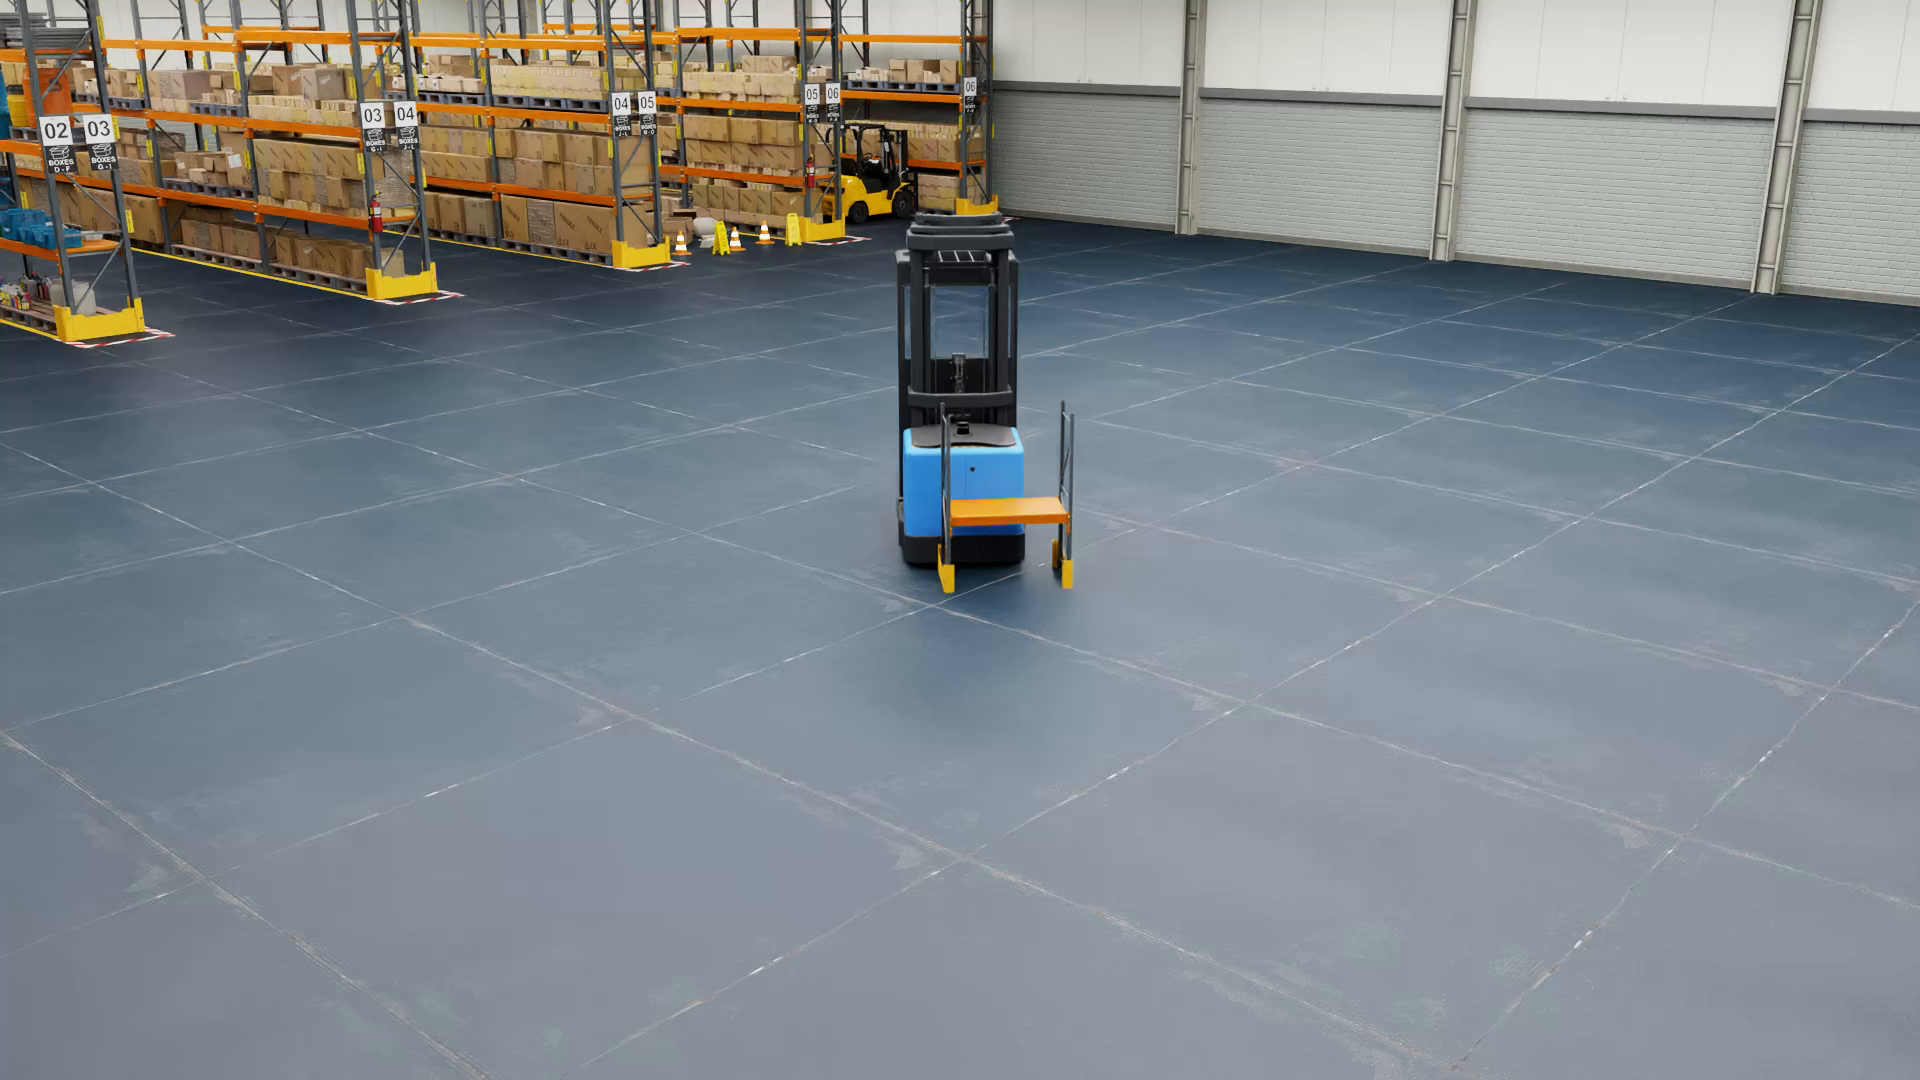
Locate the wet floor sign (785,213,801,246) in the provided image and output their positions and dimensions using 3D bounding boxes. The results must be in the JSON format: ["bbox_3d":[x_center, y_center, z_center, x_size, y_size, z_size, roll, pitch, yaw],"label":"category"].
[{"bbox_3d":[-3.477,-6.462,34.545,0.267,0.644,0.232,-9,20,-27],"label":"wet floor sign"}]

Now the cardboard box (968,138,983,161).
[{"bbox_3d":[0.197,-9.198,39.109,0.500,0.500,0.500,16,24,41],"label":"cardboard box"}]

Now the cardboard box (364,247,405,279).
[{"bbox_3d":[-9.943,-4.760,28.729,0.500,0.500,0.500,-13,22,-36],"label":"cardboard box"}]

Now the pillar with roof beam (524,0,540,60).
[{"bbox_3d":[-15.860,-14.832,47.108,0.400,9.000,9.100,15,23,39],"label":"pillar with roof beam"}]

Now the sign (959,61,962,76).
[{"bbox_3d":[0.012,-10.682,37.659,0.005,0.325,0.100,15,23,39],"label":"sign"}]

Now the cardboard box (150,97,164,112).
[{"bbox_3d":[-15.288,-8.435,32.159,0.500,0.250,0.500,16,23,40],"label":"cardboard box"}]

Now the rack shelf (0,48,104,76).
[{"bbox_3d":[-14.271,-7.229,25.003,4.000,0.370,1.077,15,23,39],"label":"rack shelf"}]

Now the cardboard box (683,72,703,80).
[{"bbox_3d":[-5.882,-10.221,36.634,0.250,0.149,0.380,15,23,38],"label":"cardboard box"}]

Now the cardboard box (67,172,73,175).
[{"bbox_3d":[-18.908,-7.899,35.597,0.250,0.149,0.380,15,23,40],"label":"cardboard box"}]

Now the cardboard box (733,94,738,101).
[{"bbox_3d":[-4.676,-9.549,35.837,0.250,0.149,0.380,15,23,40],"label":"cardboard box"}]

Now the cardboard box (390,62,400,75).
[{"bbox_3d":[-12.608,-10.420,36.735,0.258,0.266,0.396,15,23,39],"label":"cardboard box"}]

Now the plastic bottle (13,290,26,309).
[{"bbox_3d":[-14.610,-3.740,25.850,0.135,0.276,0.152,15,23,40],"label":"plastic bottle"}]

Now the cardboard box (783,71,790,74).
[{"bbox_3d":[-4.210,-11.656,41.616,0.250,0.149,0.380,15,23,39],"label":"cardboard box"}]

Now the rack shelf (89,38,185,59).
[{"bbox_3d":[-16.967,-9.956,33.596,4.000,0.370,1.077,15,23,39],"label":"rack shelf"}]

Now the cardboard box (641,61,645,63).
[{"bbox_3d":[-8.414,-12.901,45.046,0.250,0.149,0.380,16,23,40],"label":"cardboard box"}]

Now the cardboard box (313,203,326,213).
[{"bbox_3d":[-11.029,-5.791,28.952,0.250,0.149,0.380,15,23,39],"label":"cardboard box"}]

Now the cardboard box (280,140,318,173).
[{"bbox_3d":[-11.562,-6.743,29.229,0.500,0.500,0.500,15,23,39],"label":"cardboard box"}]

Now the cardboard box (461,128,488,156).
[{"bbox_3d":[-9.872,-8.253,34.477,0.500,0.500,0.700,15,23,38],"label":"cardboard box"}]

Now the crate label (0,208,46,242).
[{"bbox_3d":[-14.331,-4.827,25.442,0.616,0.435,0.502,15,23,39],"label":"crate label"}]

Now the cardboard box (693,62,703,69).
[{"bbox_3d":[-6.835,-12.497,43.808,0.250,0.149,0.380,14,23,38],"label":"cardboard box"}]

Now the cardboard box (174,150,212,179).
[{"bbox_3d":[-15.040,-7.377,32.677,0.500,0.500,0.500,12,21,33],"label":"cardboard box"}]

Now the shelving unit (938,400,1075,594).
[{"bbox_3d":[0.377,-0.373,13.945,1.083,1.500,0.587,-2,18,-6],"label":"shelving unit"}]

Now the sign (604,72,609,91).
[{"bbox_3d":[-6.490,-8.418,30.525,0.005,0.325,0.100,15,23,39],"label":"sign"}]

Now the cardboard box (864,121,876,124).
[{"bbox_3d":[-2.115,-10.078,40.316,0.250,0.149,0.380,14,23,38],"label":"cardboard box"}]

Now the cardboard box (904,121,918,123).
[{"bbox_3d":[-1.233,-10.030,40.166,0.250,0.149,0.380,15,23,39],"label":"cardboard box"}]

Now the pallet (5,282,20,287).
[{"bbox_3d":[-16.380,-4.125,27.898,1.213,0.211,1.003,15,23,39],"label":"pallet"}]

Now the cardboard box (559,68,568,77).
[{"bbox_3d":[-7.355,-8.857,31.478,0.250,0.149,0.380,15,23,39],"label":"cardboard box"}]

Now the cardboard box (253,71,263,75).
[{"bbox_3d":[-16.383,-10.976,39.339,0.500,0.250,0.500,16,24,41],"label":"cardboard box"}]

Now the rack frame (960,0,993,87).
[{"bbox_3d":[0.383,-11.848,37.705,0.127,3.000,1.000,15,23,39],"label":"rack frame"}]

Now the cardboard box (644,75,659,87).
[{"bbox_3d":[-6.809,-10.413,37.698,0.500,0.250,0.500,15,23,40],"label":"cardboard box"}]

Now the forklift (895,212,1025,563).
[{"bbox_3d":[-0.037,-1.592,15.422,1.130,2.935,3.031,-1,18,-3],"label":"forklift"}]

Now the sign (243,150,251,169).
[{"bbox_3d":[-12.845,-6.851,29.965,0.005,0.325,0.100,15,23,39],"label":"sign"}]

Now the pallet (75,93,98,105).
[{"bbox_3d":[-17.744,-9.197,34.629,1.217,0.209,0.805,14,22,37],"label":"pallet"}]

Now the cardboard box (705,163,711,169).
[{"bbox_3d":[-5.436,-8.327,36.943,0.250,0.149,0.380,15,23,39],"label":"cardboard box"}]

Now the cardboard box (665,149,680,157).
[{"bbox_3d":[-6.469,-8.789,37.706,0.250,0.149,0.380,15,23,40],"label":"cardboard box"}]

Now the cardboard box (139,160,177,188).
[{"bbox_3d":[-16.004,-7.319,33.189,0.500,0.500,0.500,16,24,41],"label":"cardboard box"}]

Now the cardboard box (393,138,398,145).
[{"bbox_3d":[-12.323,-8.832,36.858,0.250,0.149,0.380,15,23,39],"label":"cardboard box"}]

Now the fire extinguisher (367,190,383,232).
[{"bbox_3d":[-9.707,-5.458,27.618,0.183,0.674,0.296,15,23,39],"label":"fire extinguisher"}]

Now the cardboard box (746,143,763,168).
[{"bbox_3d":[-4.241,-8.303,35.798,0.500,0.500,0.500,15,23,39],"label":"cardboard box"}]

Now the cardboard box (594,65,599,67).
[{"bbox_3d":[-9.891,-13.145,46.509,0.500,0.250,0.500,16,23,40],"label":"cardboard box"}]

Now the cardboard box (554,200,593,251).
[{"bbox_3d":[-7.330,-6.209,32.674,0.875,0.875,0.875,15,23,38],"label":"cardboard box"}]

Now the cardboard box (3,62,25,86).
[{"bbox_3d":[-20.689,-10.328,36.850,0.500,0.500,0.700,14,22,37],"label":"cardboard box"}]

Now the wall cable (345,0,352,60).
[{"bbox_3d":[-18.816,-15.184,48.220,0.029,3.000,2.355,15,23,39],"label":"wall cable"}]

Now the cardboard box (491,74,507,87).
[{"bbox_3d":[-8.931,-9.114,32.946,0.500,0.250,0.500,15,23,40],"label":"cardboard box"}]

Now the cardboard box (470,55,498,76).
[{"bbox_3d":[-12.185,-12.165,42.638,0.500,0.500,0.500,16,23,40],"label":"cardboard box"}]

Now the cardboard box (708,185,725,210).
[{"bbox_3d":[-5.231,-7.630,36.946,0.500,0.500,0.500,16,24,41],"label":"cardboard box"}]

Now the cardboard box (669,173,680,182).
[{"bbox_3d":[-7.605,-10.052,45.404,0.500,0.500,0.500,14,22,38],"label":"cardboard box"}]

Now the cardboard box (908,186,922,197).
[{"bbox_3d":[-0.957,-8.345,39.611,0.500,0.250,0.500,14,23,38],"label":"cardboard box"}]

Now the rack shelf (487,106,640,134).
[{"bbox_3d":[-7.615,-8.213,32.400,4.000,0.370,1.077,15,23,39],"label":"rack shelf"}]

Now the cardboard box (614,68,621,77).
[{"bbox_3d":[-6.344,-8.852,31.461,0.250,0.149,0.380,15,23,40],"label":"cardboard box"}]

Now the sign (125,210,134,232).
[{"bbox_3d":[-12.406,-4.757,24.824,0.005,0.325,0.100,15,23,39],"label":"sign"}]

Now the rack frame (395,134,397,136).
[{"bbox_3d":[-14.876,-11.077,45.195,0.127,3.000,1.000,15,23,39],"label":"rack frame"}]

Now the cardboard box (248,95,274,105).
[{"bbox_3d":[-12.440,-7.839,29.621,0.250,0.149,0.380,14,22,38],"label":"cardboard box"}]
